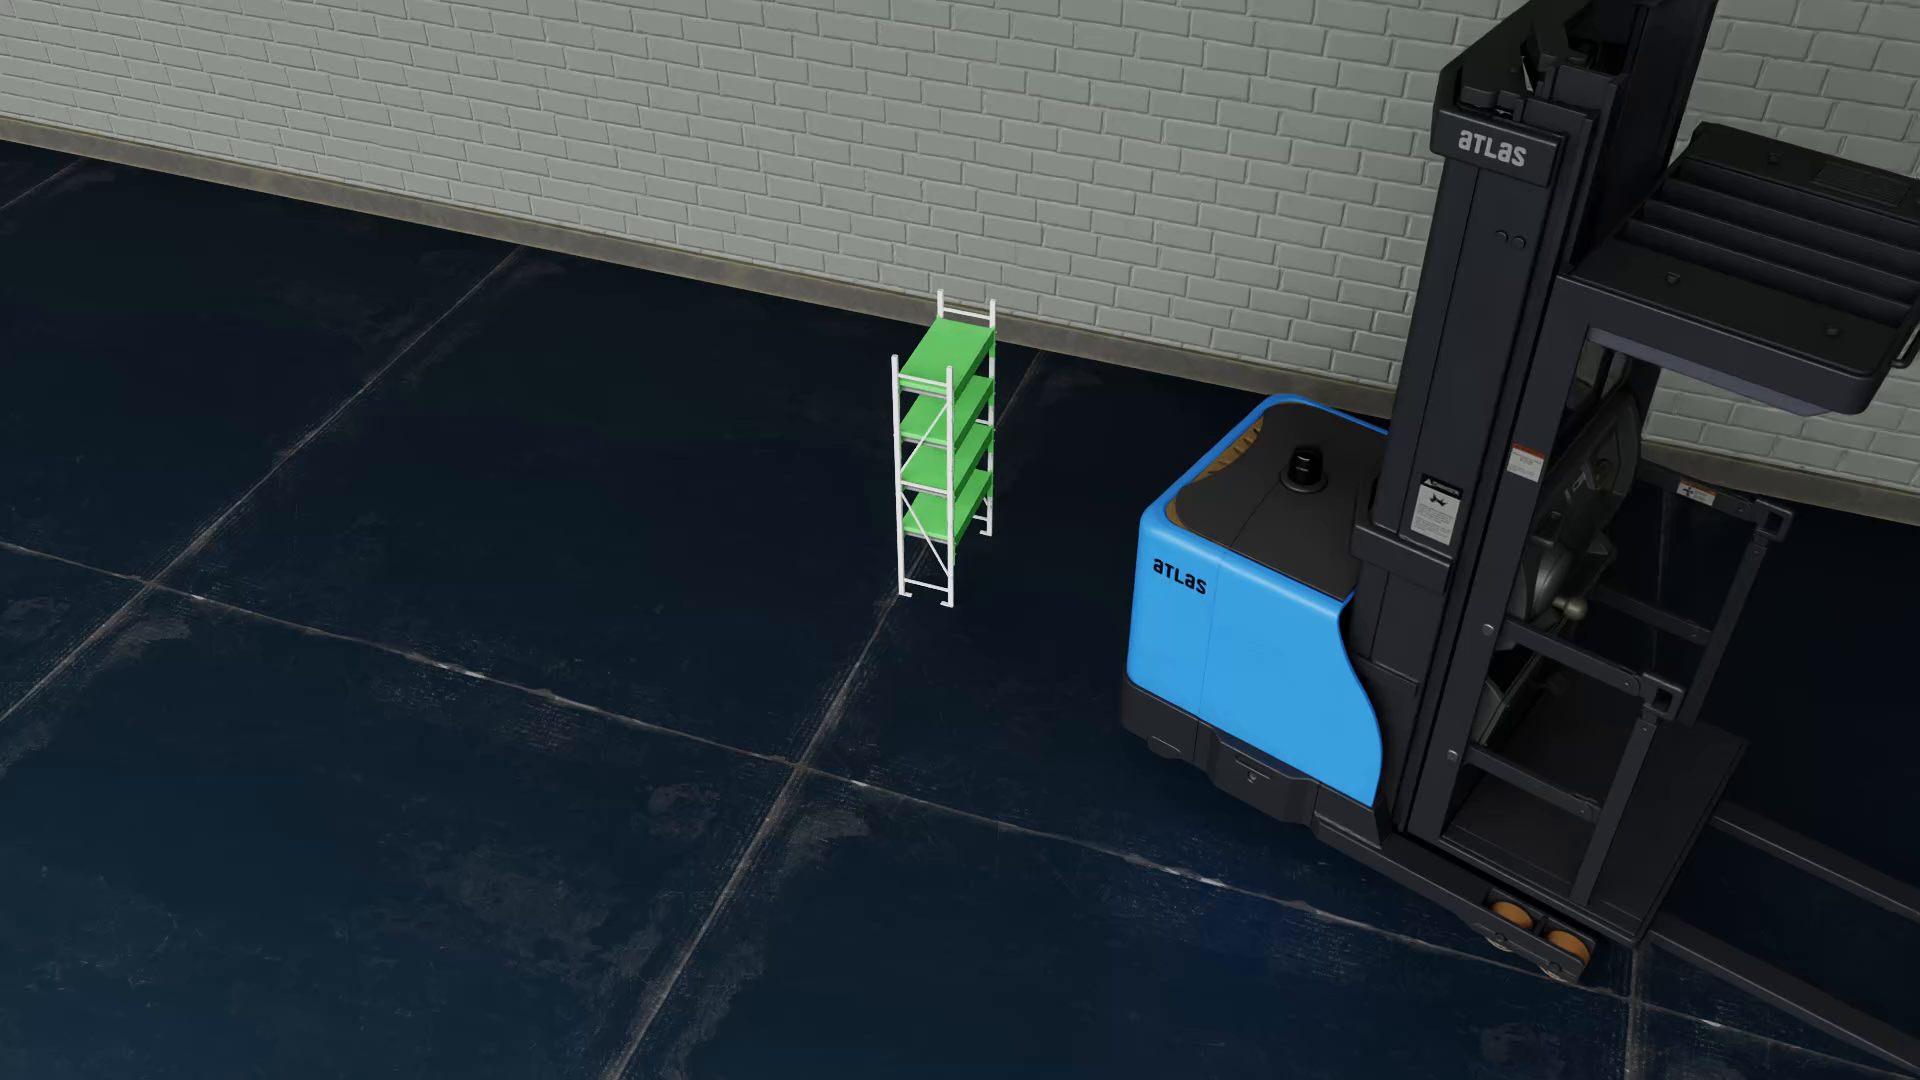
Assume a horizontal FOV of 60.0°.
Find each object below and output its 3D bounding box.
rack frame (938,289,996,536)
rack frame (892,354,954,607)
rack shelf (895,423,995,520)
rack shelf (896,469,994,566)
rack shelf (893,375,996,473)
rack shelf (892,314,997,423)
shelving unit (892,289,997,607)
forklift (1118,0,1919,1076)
[{"bbox_3d":[0.027,-0.504,6.917,0.240,1.200,0.015,13,42,15],"label":"rack frame"},{"bbox_3d":[-0.140,-0.207,6.568,0.240,1.200,0.015,13,42,15],"label":"rack frame"},{"bbox_3d":[-0.057,-0.307,6.784,0.258,0.148,0.480,13,42,15],"label":"rack shelf"},{"bbox_3d":[-0.057,-0.124,6.939,0.258,0.148,0.480,13,42,15],"label":"rack shelf"},{"bbox_3d":[-0.057,-0.489,6.628,0.258,0.148,0.480,13,42,15],"label":"rack shelf"},{"bbox_3d":[-0.057,-0.672,6.472,0.258,0.148,0.480,13,42,15],"label":"rack shelf"},{"bbox_3d":[-0.057,-0.356,6.742,0.258,1.200,0.503,13,42,15],"label":"shelving unit"},{"bbox_3d":[2.081,-0.044,5.043,3.031,2.935,1.130,27,47,28],"label":"forklift"}]
